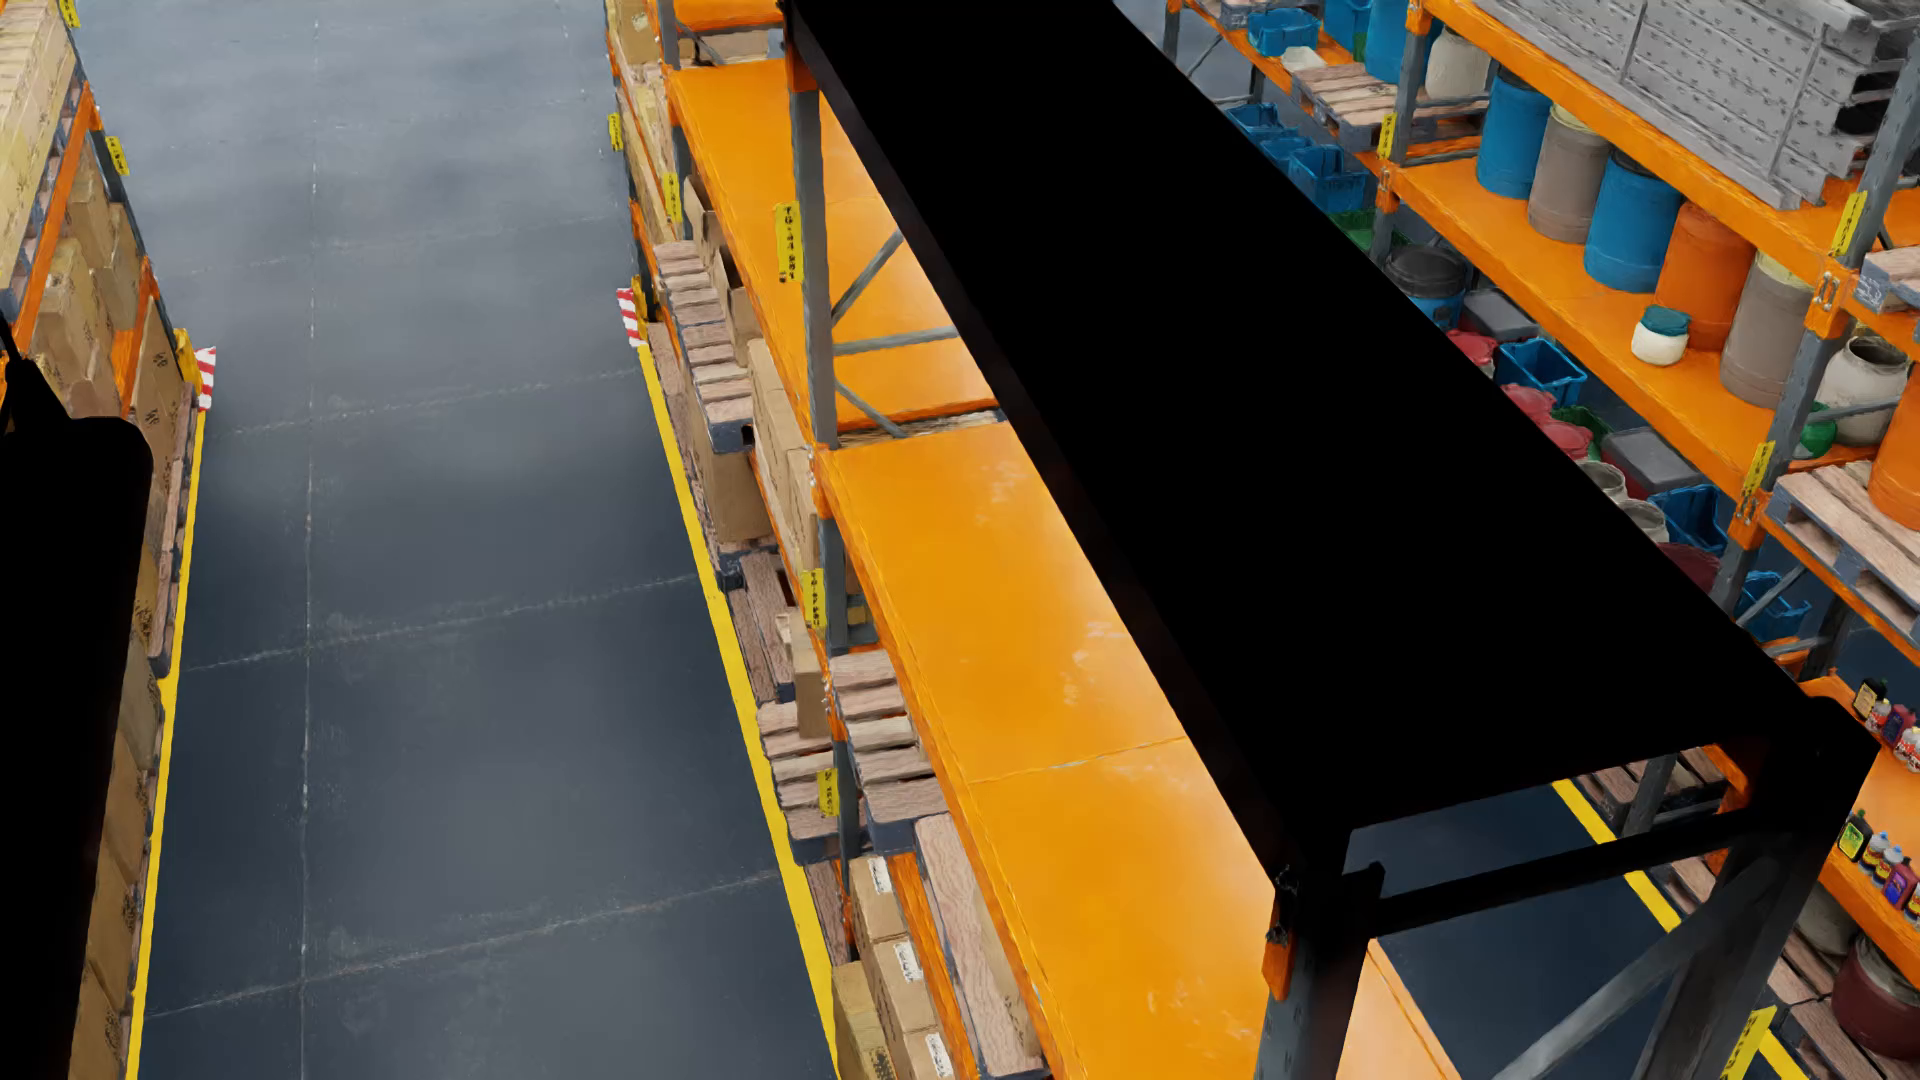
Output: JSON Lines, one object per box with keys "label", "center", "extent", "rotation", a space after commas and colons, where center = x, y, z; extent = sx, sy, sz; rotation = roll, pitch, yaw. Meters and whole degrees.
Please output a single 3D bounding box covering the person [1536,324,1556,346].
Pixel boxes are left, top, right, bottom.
{"label": "person", "center": [5.522, -2.349, 14.395], "extent": [0.735, 1.712, 0.905], "rotation": [-22, 43, -25]}
